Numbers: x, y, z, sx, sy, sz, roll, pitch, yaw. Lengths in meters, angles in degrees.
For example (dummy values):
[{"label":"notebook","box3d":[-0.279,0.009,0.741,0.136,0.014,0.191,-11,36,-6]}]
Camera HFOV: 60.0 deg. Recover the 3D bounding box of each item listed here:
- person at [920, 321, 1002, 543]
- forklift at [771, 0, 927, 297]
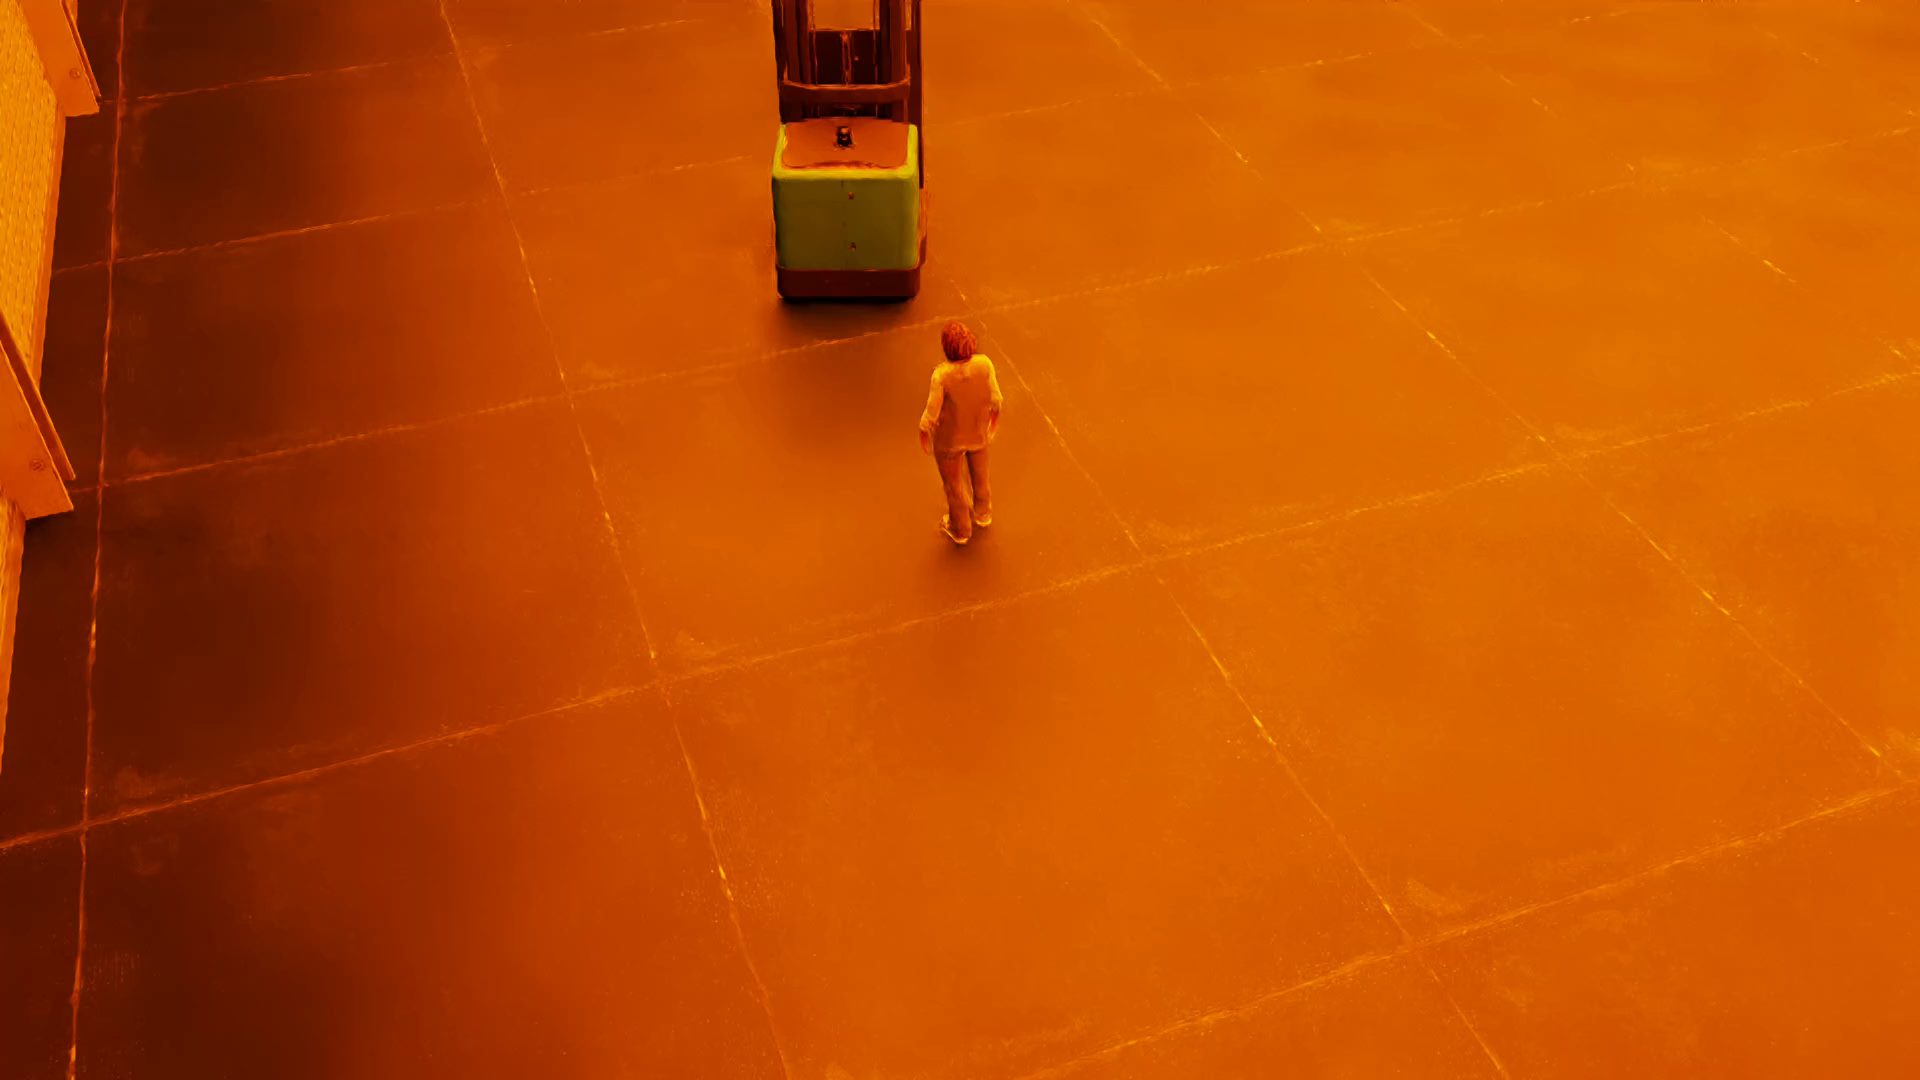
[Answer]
[{"label":"person","box3d":[-0.012,-0.665,9.815,0.521,1.597,0.474,-13,42,-15]},{"label":"forklift","box3d":[-0.831,-3.837,12.566,1.130,2.935,3.031,0,40,0]}]
